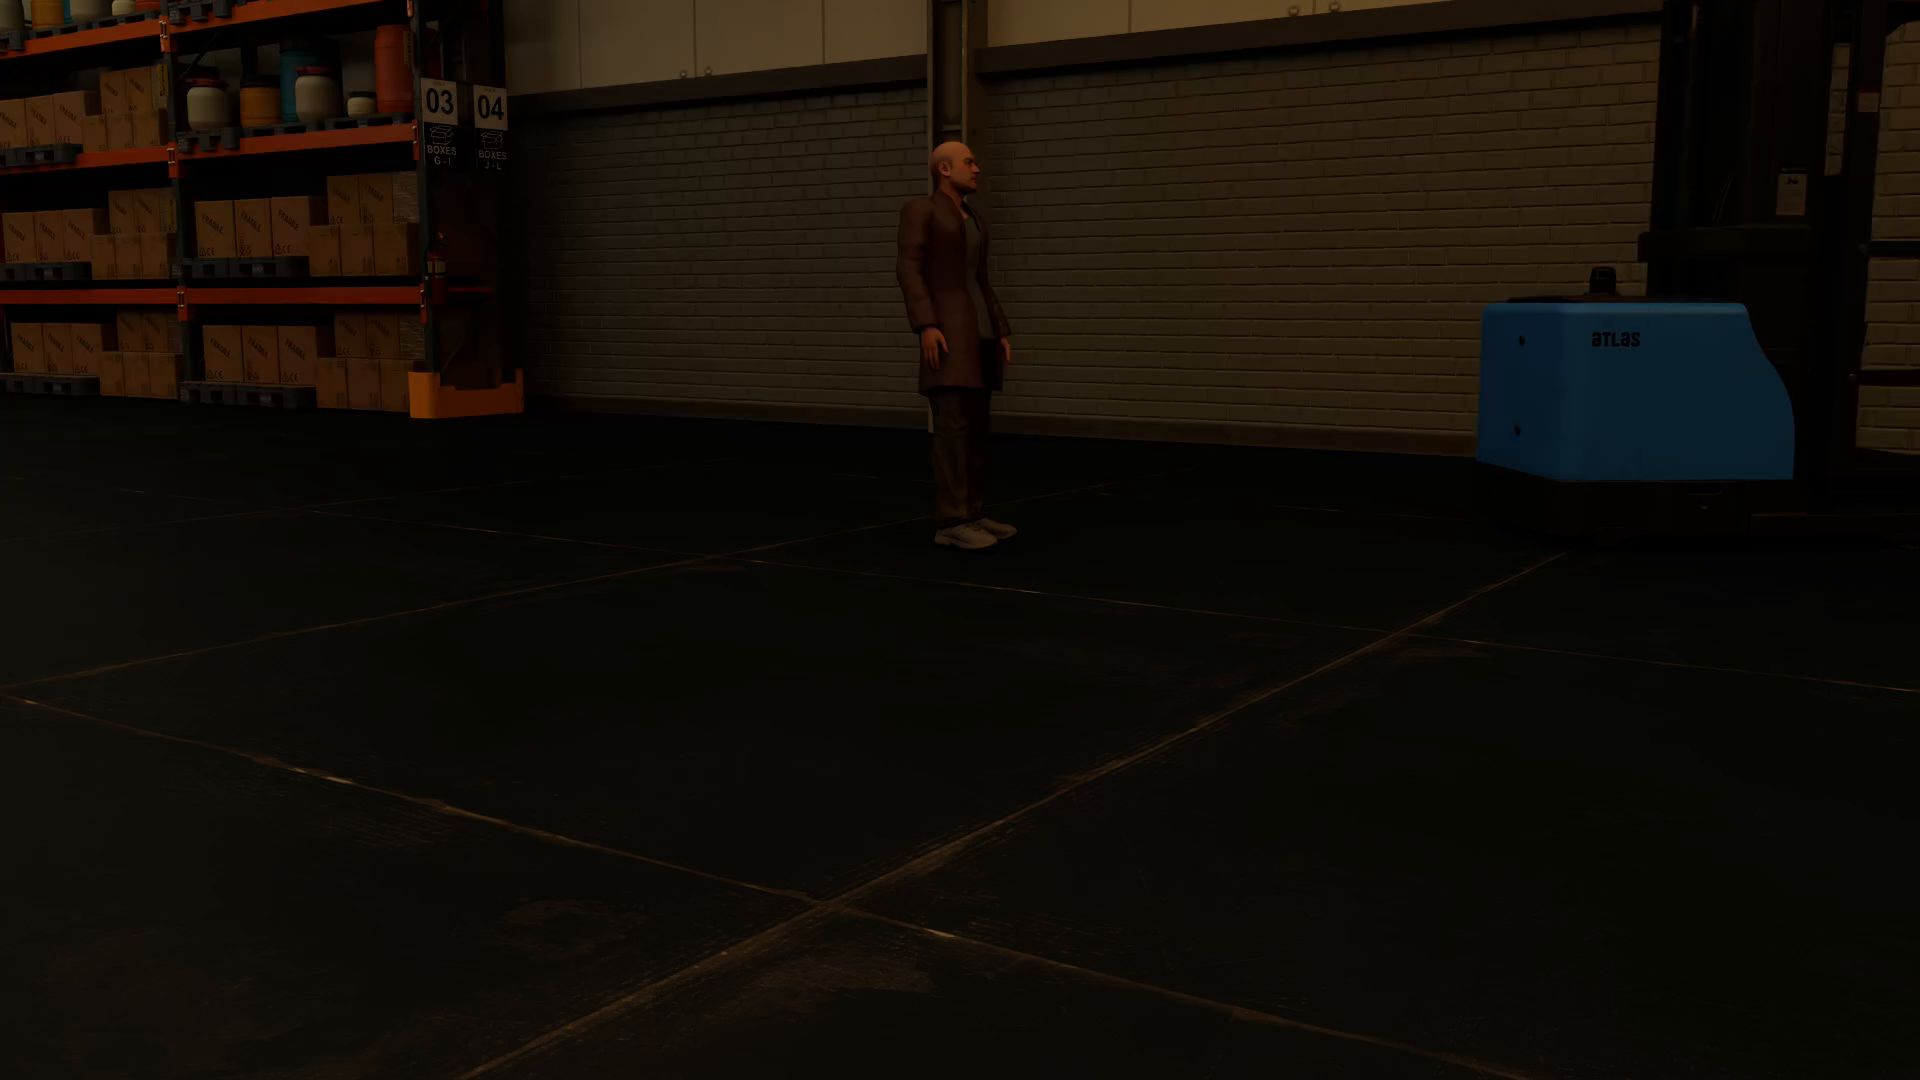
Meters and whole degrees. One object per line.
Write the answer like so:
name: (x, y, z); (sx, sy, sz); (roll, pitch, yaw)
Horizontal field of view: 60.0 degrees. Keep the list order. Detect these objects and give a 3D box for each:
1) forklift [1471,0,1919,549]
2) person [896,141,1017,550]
forklift: (4.044, -1.484, 7.627); (3.031, 2.935, 1.130); (-1, 8, -4)
person: (0.074, -0.880, 7.423); (0.579, 1.777, 0.698); (5, 10, 34)
